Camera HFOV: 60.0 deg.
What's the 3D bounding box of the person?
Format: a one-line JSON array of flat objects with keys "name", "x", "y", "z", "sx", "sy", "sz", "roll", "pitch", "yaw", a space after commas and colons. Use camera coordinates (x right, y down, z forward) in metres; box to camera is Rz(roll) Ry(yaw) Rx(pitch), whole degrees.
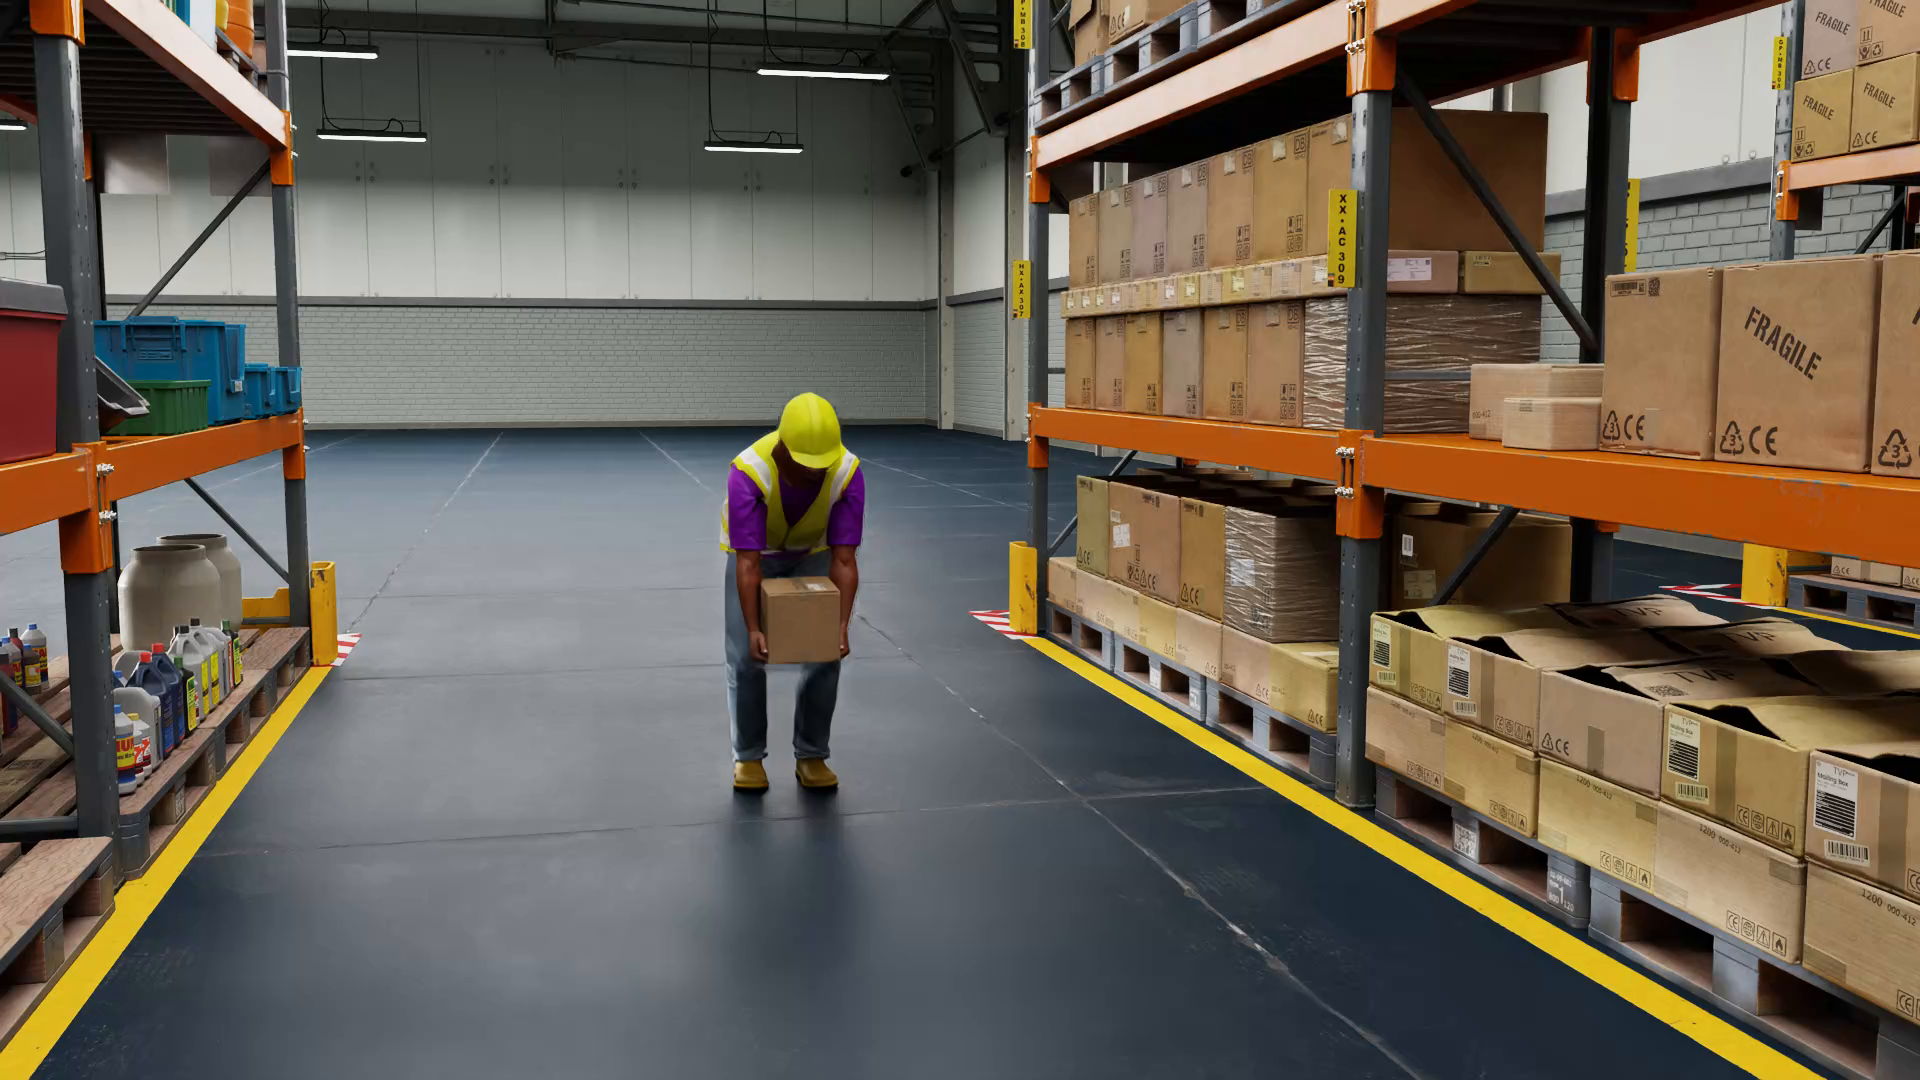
[{"name": "person", "x": -0.592, "y": 0.197, "z": 5.962, "sx": 0.488, "sy": 1.453, "sz": 0.857, "roll": -2, "pitch": 6, "yaw": -15}]
